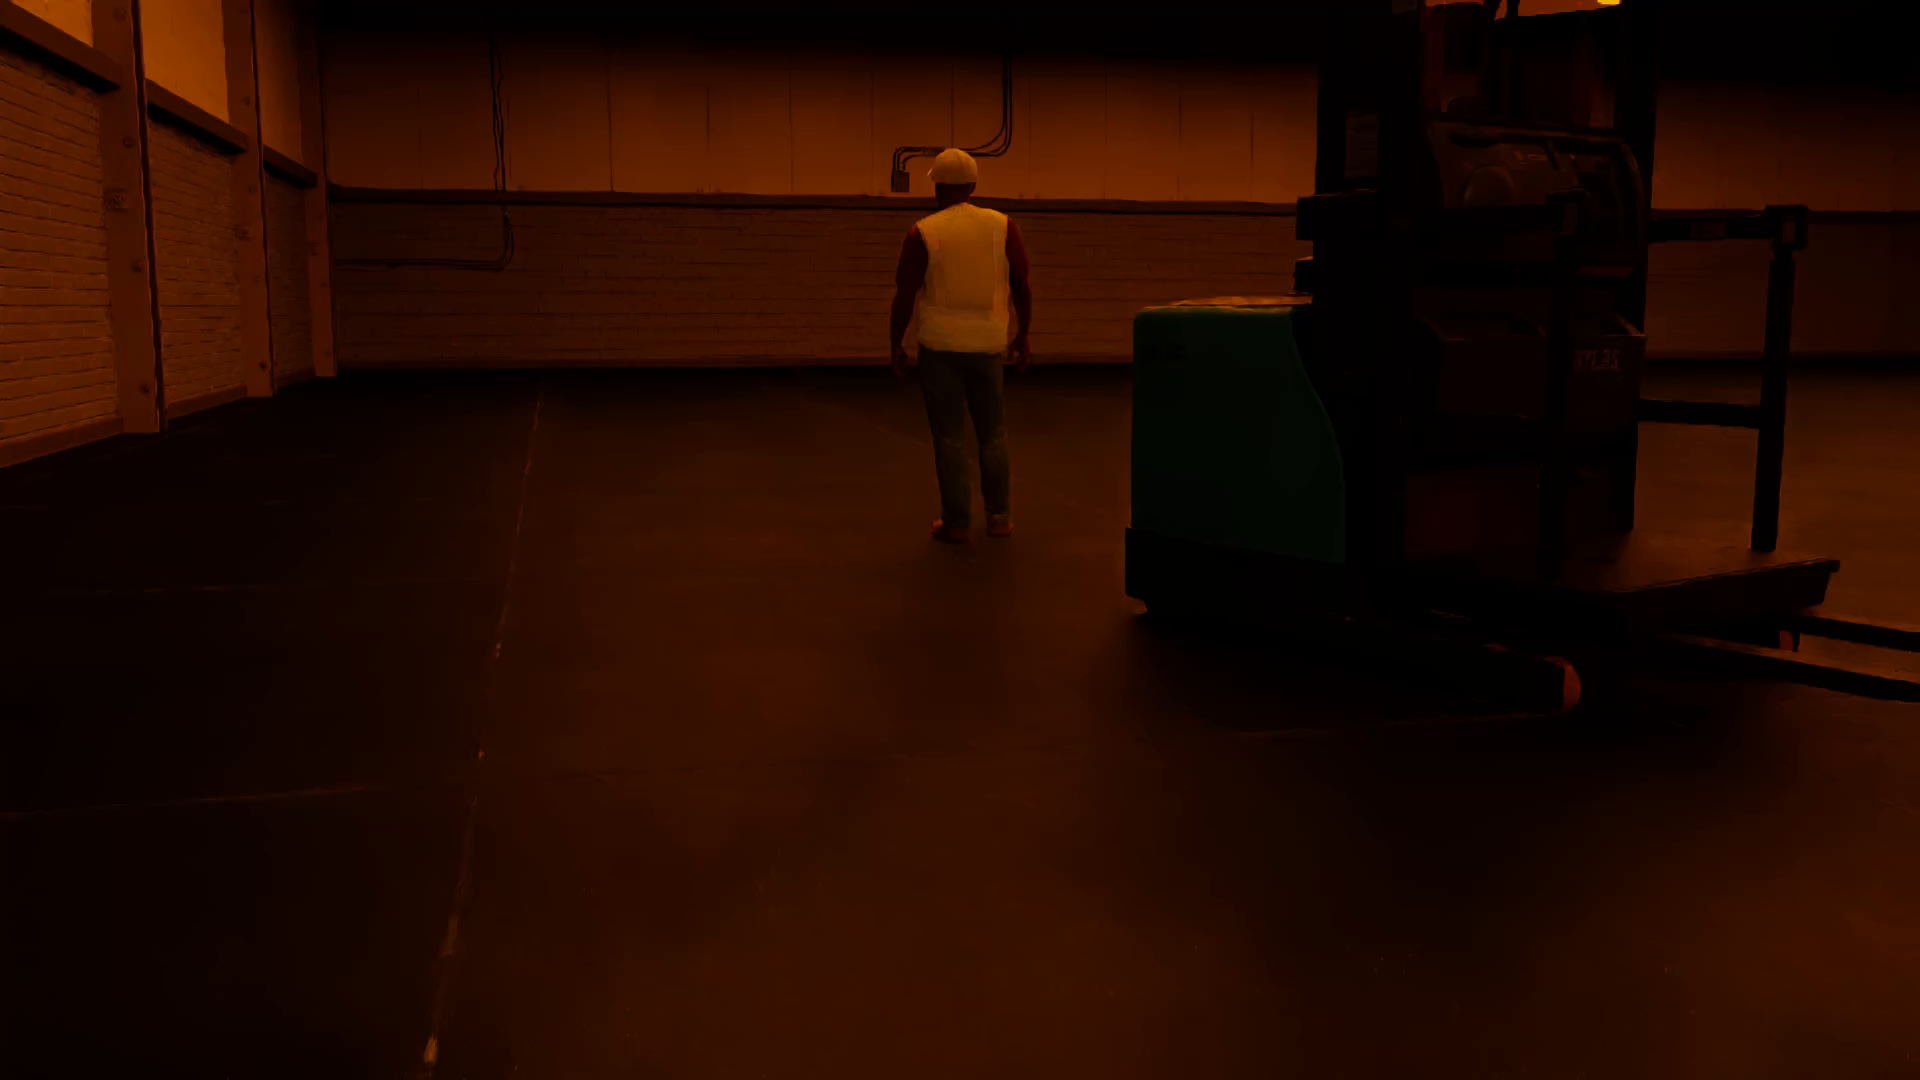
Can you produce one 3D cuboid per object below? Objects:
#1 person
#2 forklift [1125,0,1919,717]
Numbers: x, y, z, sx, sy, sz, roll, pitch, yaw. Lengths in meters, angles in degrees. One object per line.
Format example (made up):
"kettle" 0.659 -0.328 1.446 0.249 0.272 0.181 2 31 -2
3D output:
"person" -0.011 -0.891 7.652 0.665 1.766 0.576 -2 8 -13
"forklift" 1.813 -1.059 4.703 1.130 2.935 3.031 -5 10 -33
